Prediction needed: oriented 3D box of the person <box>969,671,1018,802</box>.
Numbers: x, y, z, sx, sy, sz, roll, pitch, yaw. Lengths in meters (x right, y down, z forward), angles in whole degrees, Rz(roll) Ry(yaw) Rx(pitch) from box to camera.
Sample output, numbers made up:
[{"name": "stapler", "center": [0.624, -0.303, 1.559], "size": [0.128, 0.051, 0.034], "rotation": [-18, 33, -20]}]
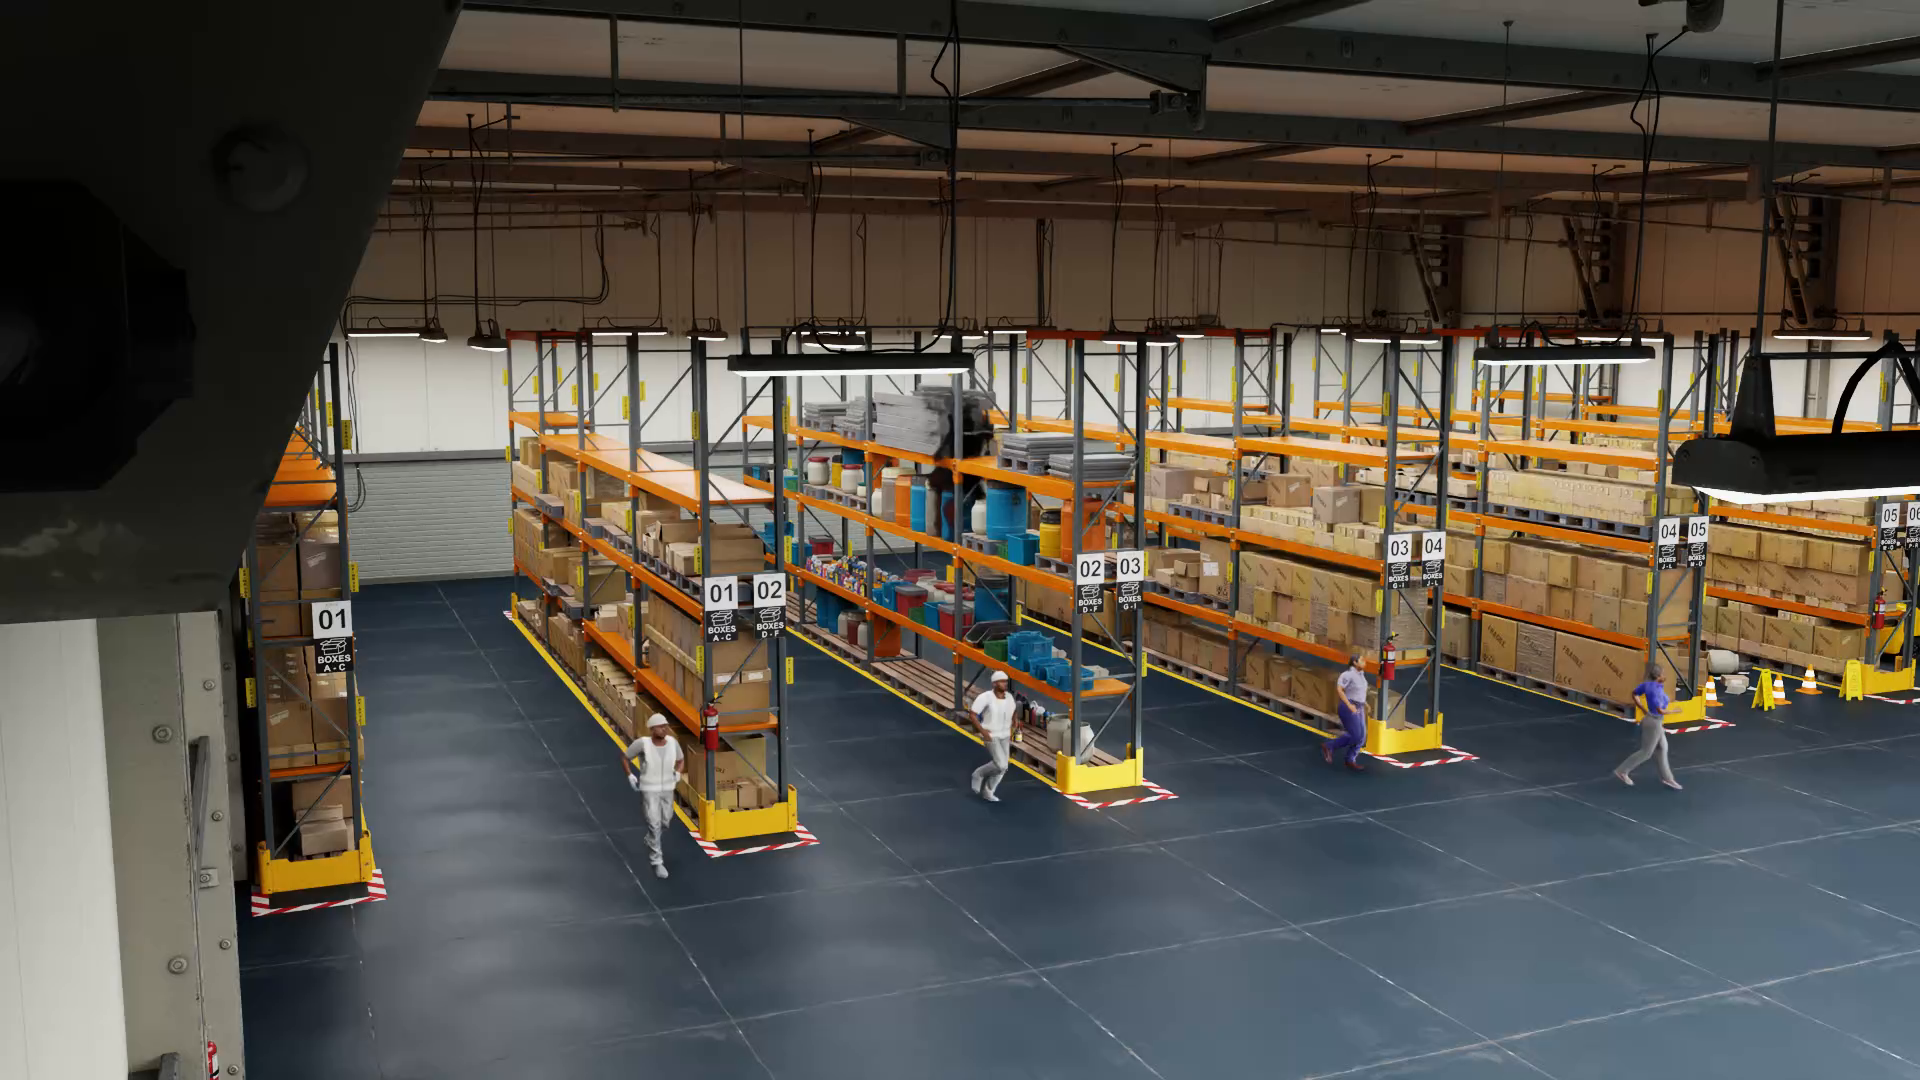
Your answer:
[{"name": "person", "center": [0.514, 2.554, 21.752], "size": [0.716, 1.700, 0.537], "rotation": [-7, 10, -41]}]

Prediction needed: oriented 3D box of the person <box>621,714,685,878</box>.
[{"name": "person", "center": [-3.444, 2.869, 19.058], "size": [0.712, 1.758, 0.967], "rotation": [-5, 9, -34]}]

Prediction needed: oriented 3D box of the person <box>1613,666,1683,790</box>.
[{"name": "person", "center": [9.195, 2.501, 22.124], "size": [0.900, 1.679, 0.593], "rotation": [2, 8, 12]}]

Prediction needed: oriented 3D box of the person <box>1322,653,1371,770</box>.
[{"name": "person", "center": [5.476, 2.382, 23.357], "size": [0.580, 1.585, 0.672], "rotation": [5, 9, 35]}]
